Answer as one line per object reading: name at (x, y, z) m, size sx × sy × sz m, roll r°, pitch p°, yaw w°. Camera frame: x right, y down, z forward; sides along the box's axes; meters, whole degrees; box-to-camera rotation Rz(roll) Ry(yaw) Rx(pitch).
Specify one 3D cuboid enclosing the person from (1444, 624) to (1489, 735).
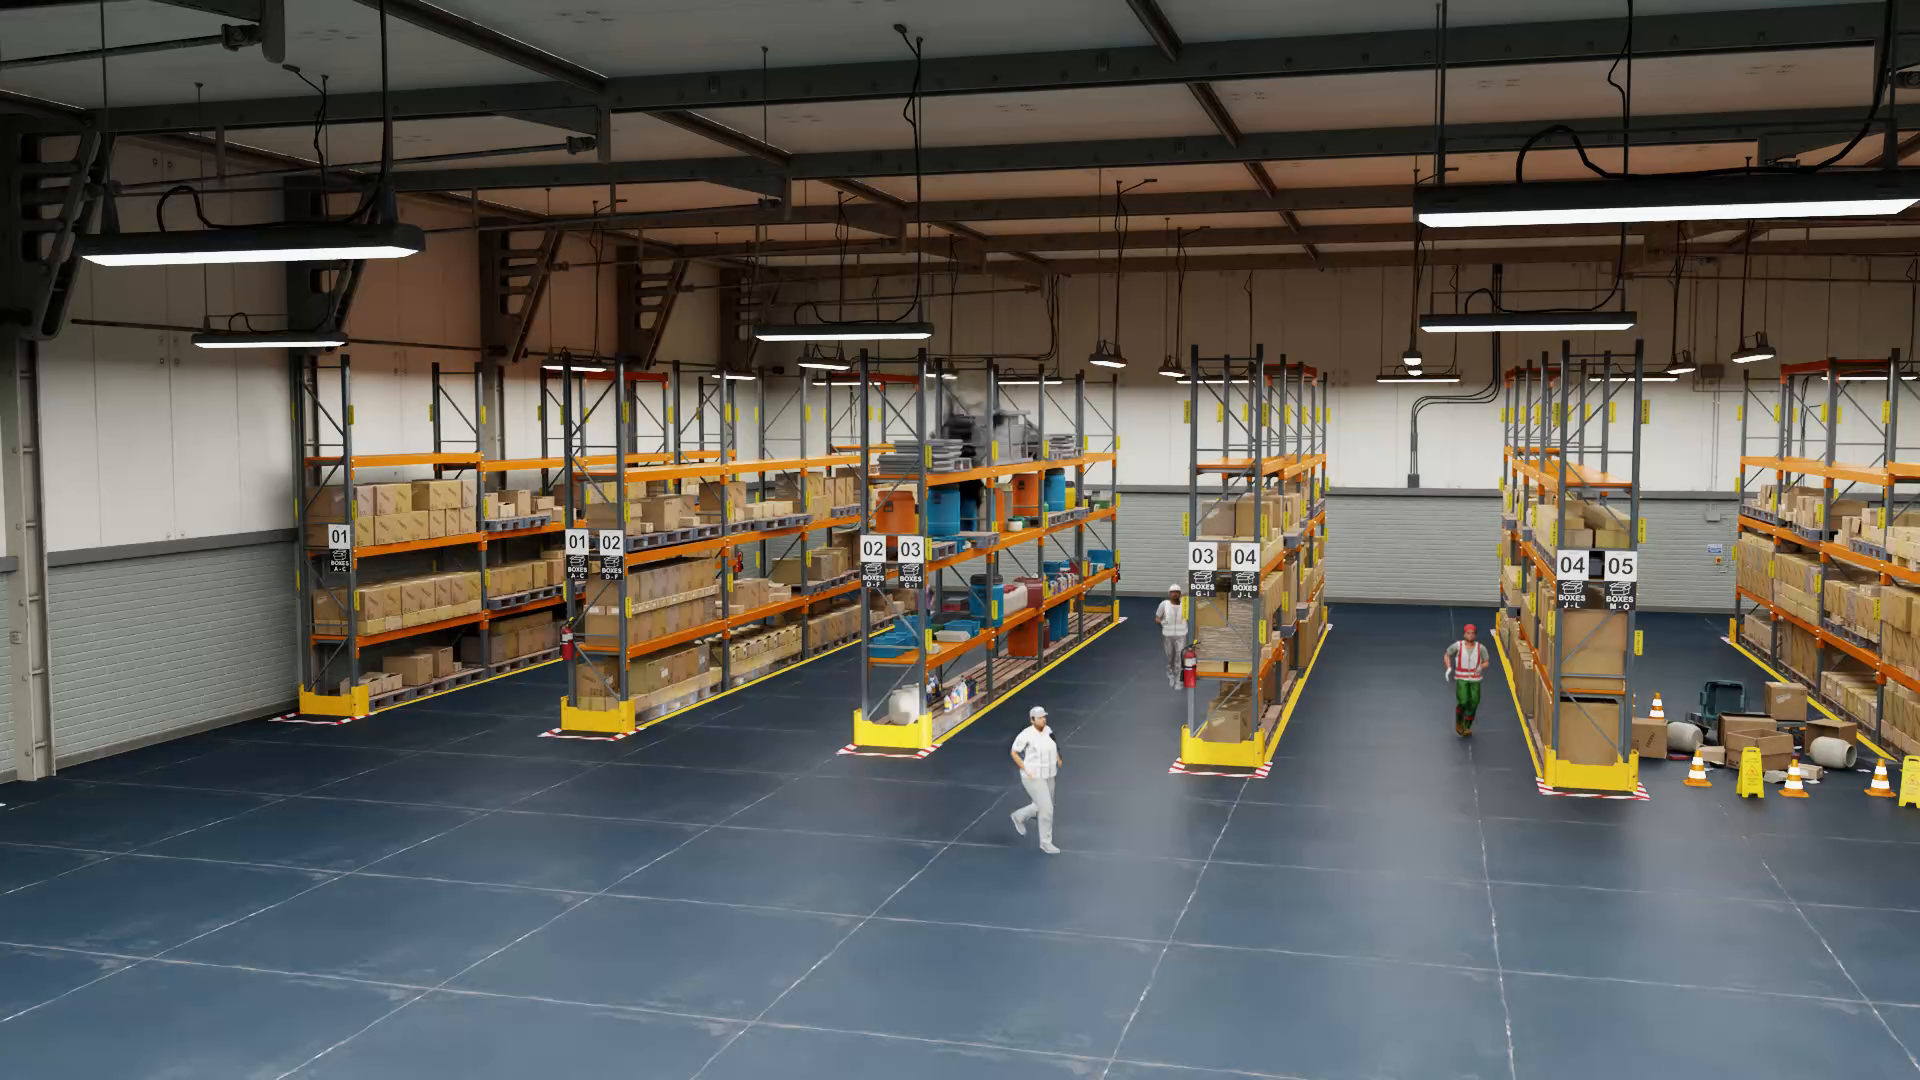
person at (7.872, 2.177, 25.759) m, size 0.646 × 1.743 × 0.650 m, roll 0°, pitch 4°, yaw 6°

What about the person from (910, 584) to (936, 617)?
person at (-0.800, 1.533, 35.647) m, size 0.534 × 1.590 × 0.863 m, roll 1°, pitch 4°, yaw 9°

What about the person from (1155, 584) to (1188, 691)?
person at (3.691, 1.668, 28.568) m, size 0.684 × 1.821 × 0.911 m, roll 1°, pitch 4°, yaw 7°

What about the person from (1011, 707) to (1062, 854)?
person at (0.883, 2.747, 19.265) m, size 0.776 × 1.669 × 0.601 m, roll 4°, pitch 6°, yaw 45°
